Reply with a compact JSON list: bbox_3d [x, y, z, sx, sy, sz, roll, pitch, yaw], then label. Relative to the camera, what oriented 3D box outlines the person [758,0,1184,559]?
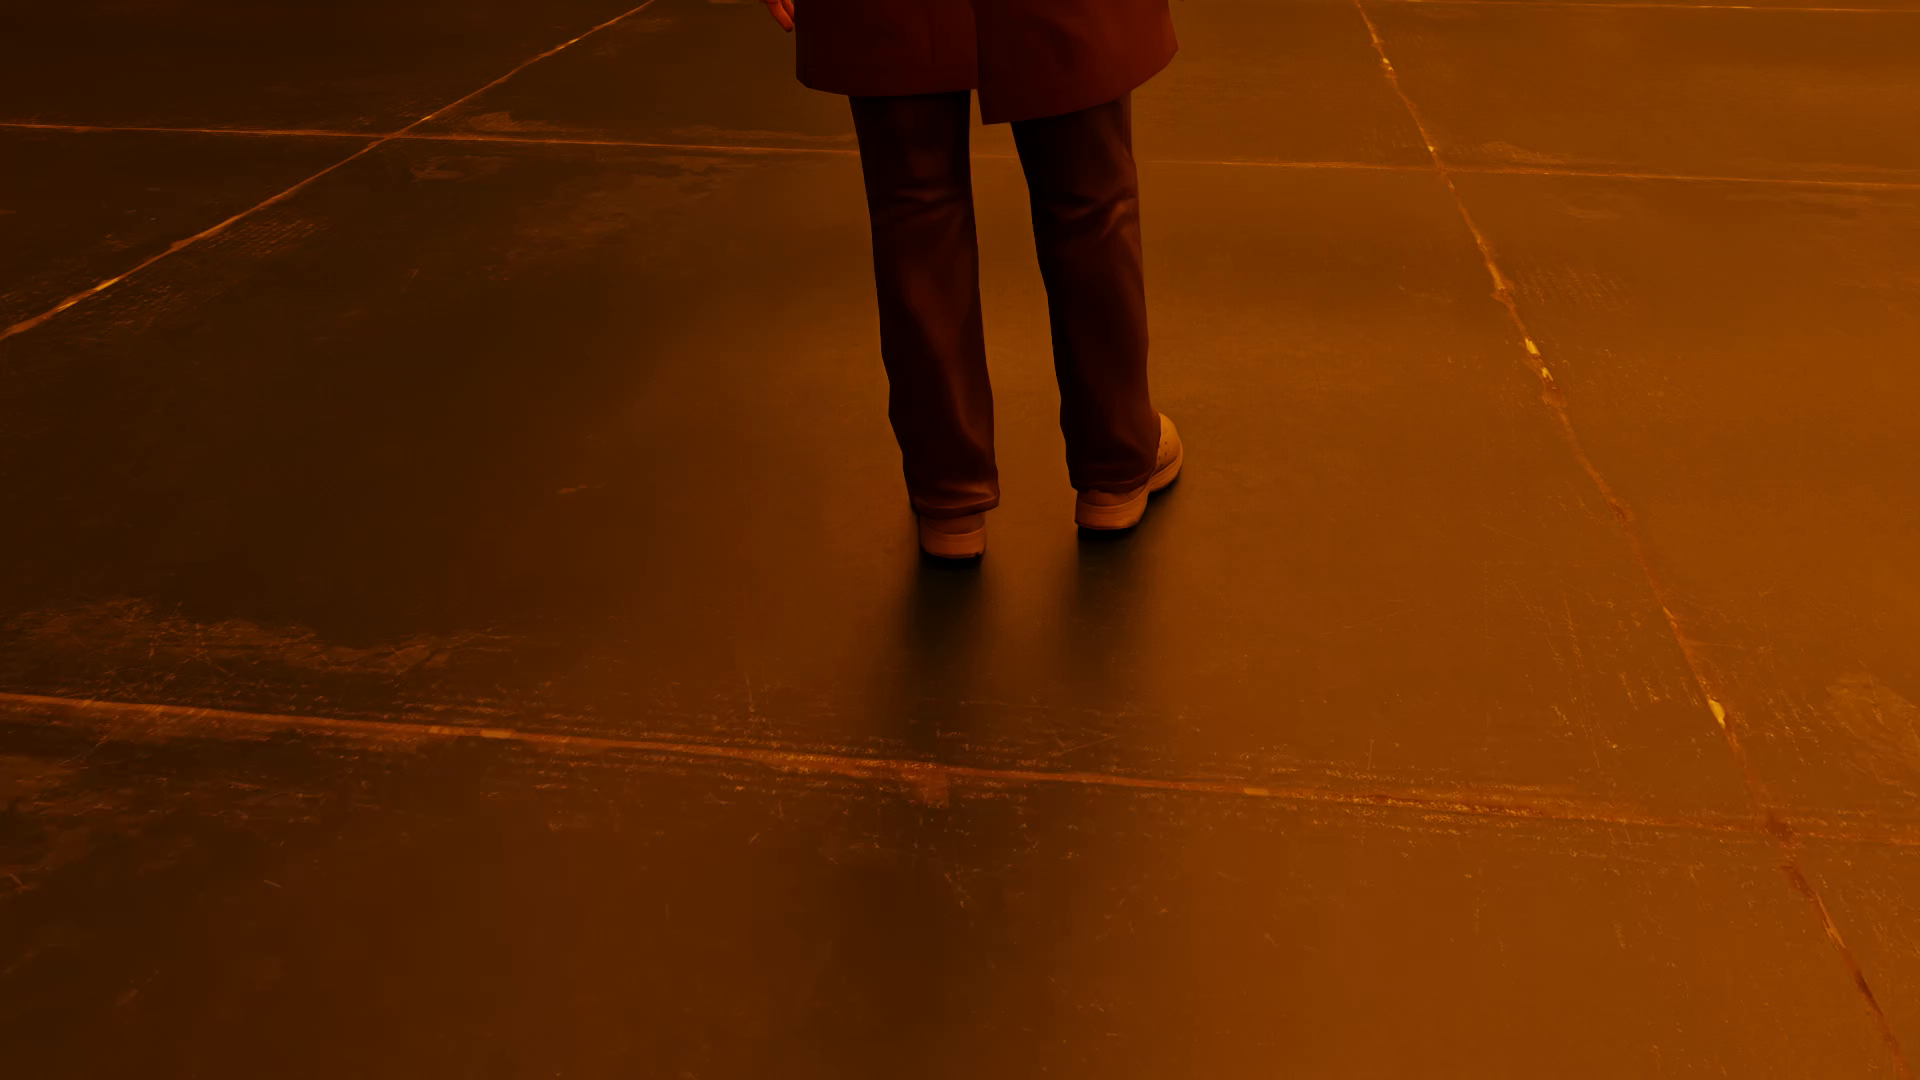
[{"bbox_3d":[0.017,-0.842,2.180,0.694,1.776,0.582,3,27,7],"label":"person"}]
